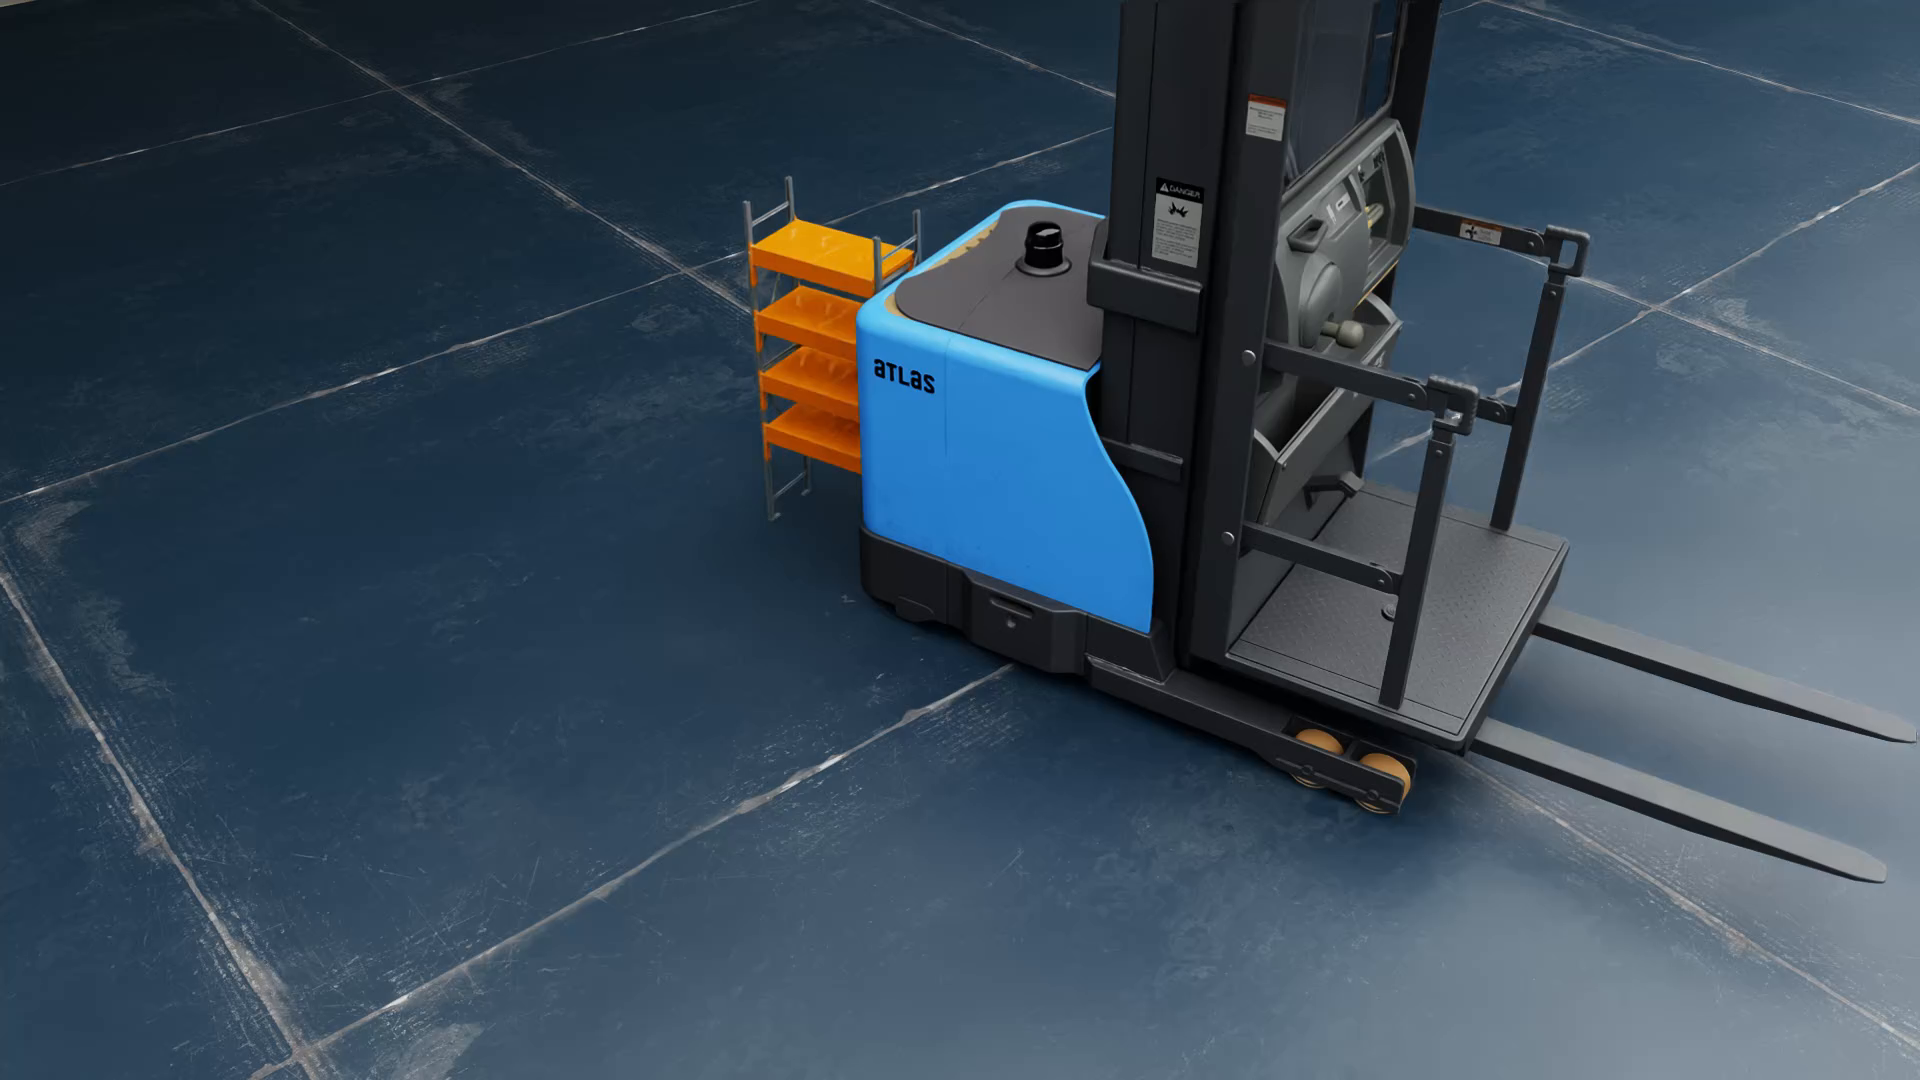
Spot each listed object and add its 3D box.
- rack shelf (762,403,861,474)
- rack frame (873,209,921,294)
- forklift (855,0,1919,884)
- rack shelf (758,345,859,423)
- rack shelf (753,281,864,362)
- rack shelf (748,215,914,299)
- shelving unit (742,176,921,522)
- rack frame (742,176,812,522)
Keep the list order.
[{"bbox_3d":[-0.397,-0.322,5.627,0.480,0.148,0.258,20,40,25],"label":"rack shelf"},{"bbox_3d":[-0.190,-0.465,5.368,0.015,1.200,0.240,20,40,25],"label":"rack frame"},{"bbox_3d":[1.200,-0.782,4.318,3.031,2.935,1.130,20,40,25],"label":"forklift"},{"bbox_3d":[-0.397,-0.484,5.512,0.480,0.148,0.258,20,40,25],"label":"rack shelf"},{"bbox_3d":[-0.397,-0.667,5.383,0.480,0.148,0.258,20,40,25],"label":"rack shelf"},{"bbox_3d":[-0.397,-0.860,5.246,0.480,0.148,0.258,20,40,25],"label":"rack shelf"},{"bbox_3d":[-0.397,-0.539,5.473,0.503,1.200,0.258,20,40,25],"label":"shelving unit"},{"bbox_3d":[-0.605,-0.613,5.578,0.015,1.200,0.240,20,40,25],"label":"rack frame"}]
